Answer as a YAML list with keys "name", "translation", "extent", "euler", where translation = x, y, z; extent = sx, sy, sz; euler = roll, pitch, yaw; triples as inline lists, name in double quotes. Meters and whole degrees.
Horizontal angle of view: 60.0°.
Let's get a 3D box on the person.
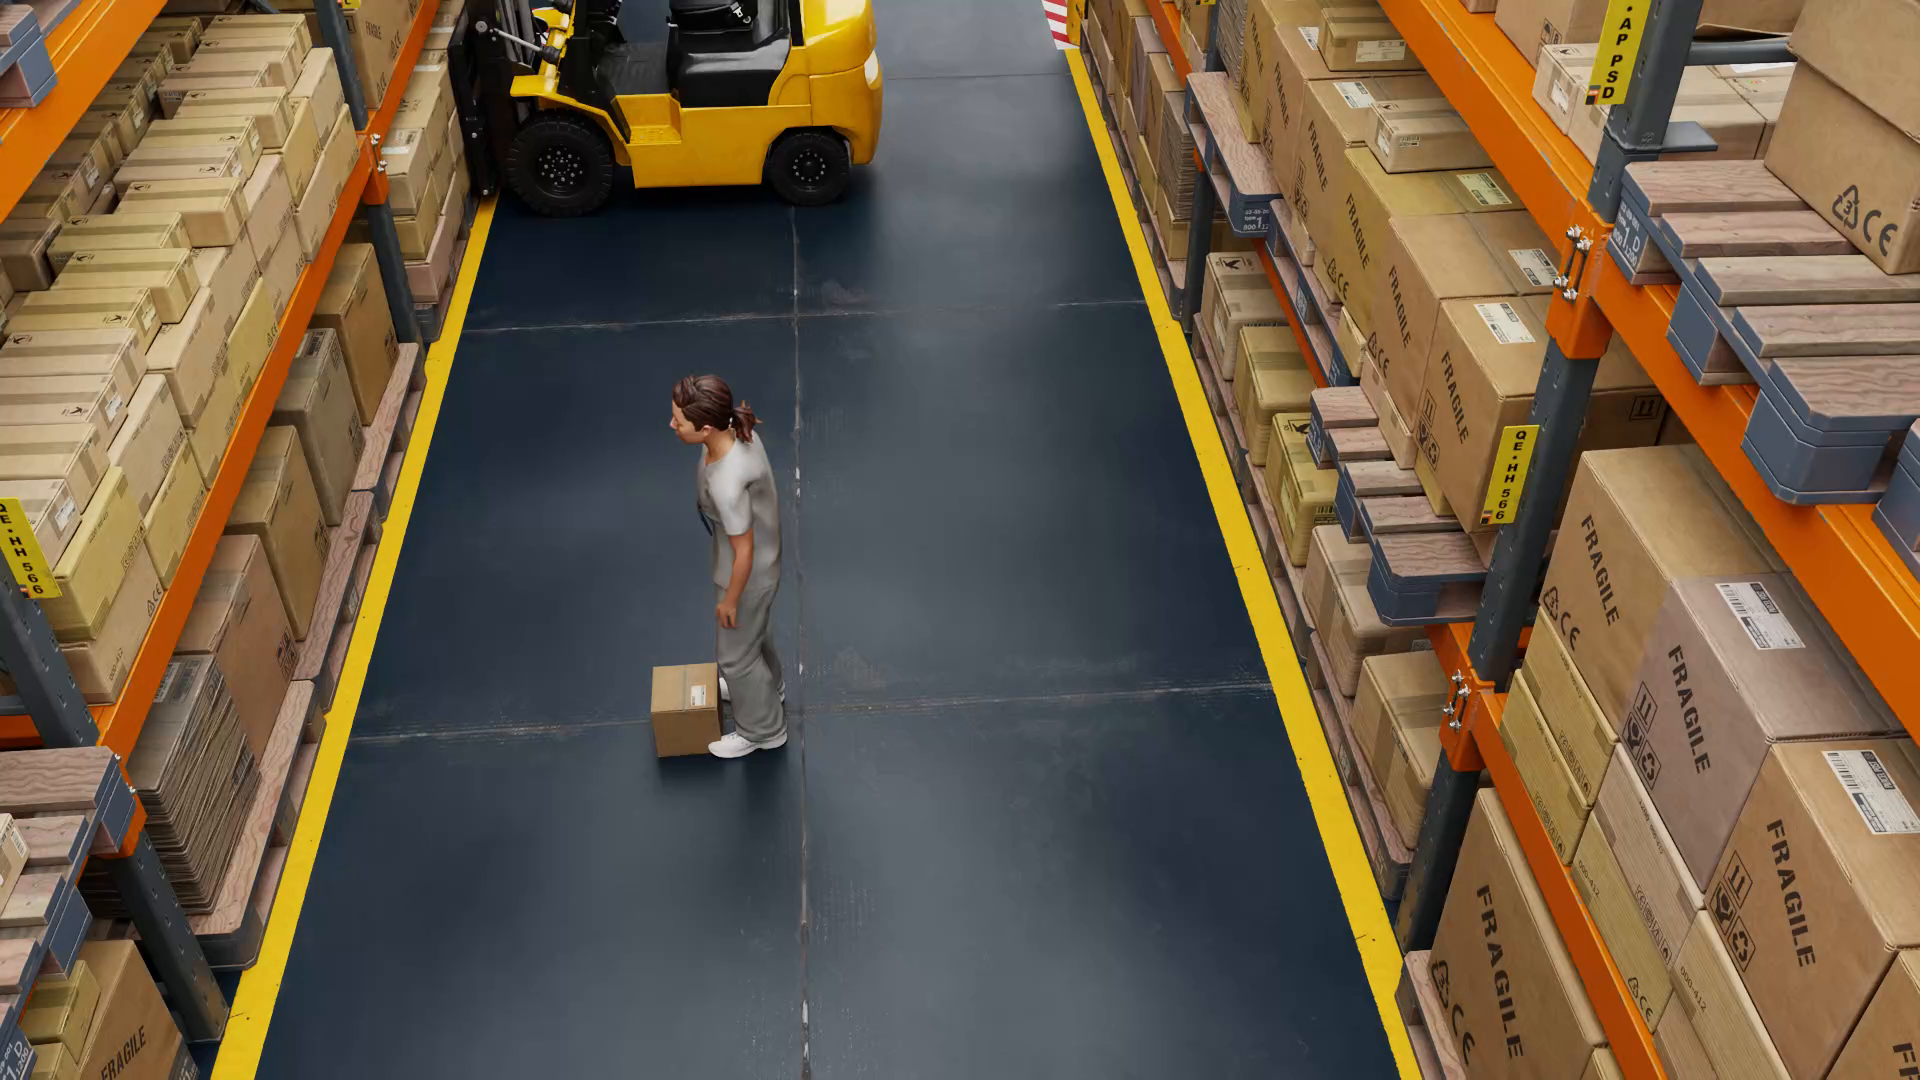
- name: "person"
  translation: [-0.815, 0.093, 6.042]
  extent: [0.356, 1.673, 0.512]
  euler: [-5, 40, -6]
